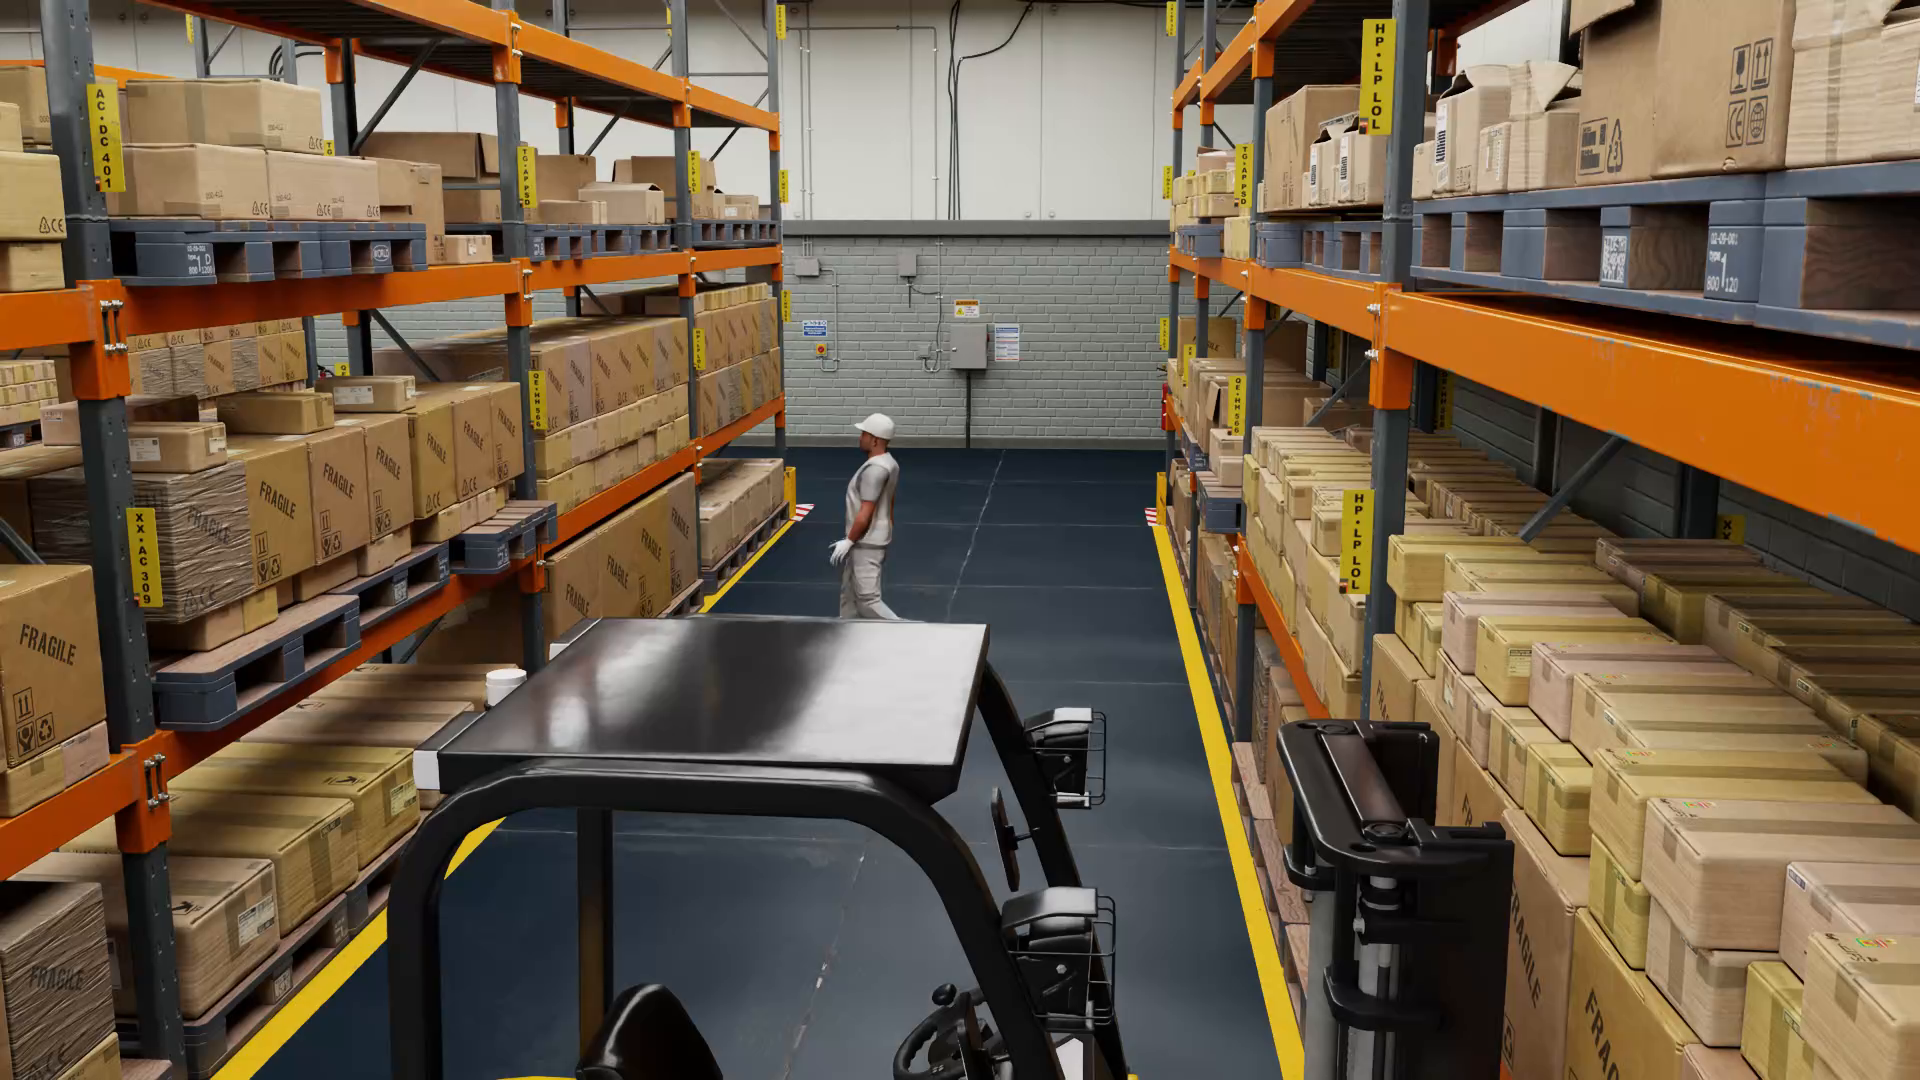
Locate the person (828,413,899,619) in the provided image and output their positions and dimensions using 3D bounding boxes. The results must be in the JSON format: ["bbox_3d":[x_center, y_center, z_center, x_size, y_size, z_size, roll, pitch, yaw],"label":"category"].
[{"bbox_3d":[-0.665,0.033,11.255,0.819,1.781,0.554,1,11,4],"label":"person"}]
